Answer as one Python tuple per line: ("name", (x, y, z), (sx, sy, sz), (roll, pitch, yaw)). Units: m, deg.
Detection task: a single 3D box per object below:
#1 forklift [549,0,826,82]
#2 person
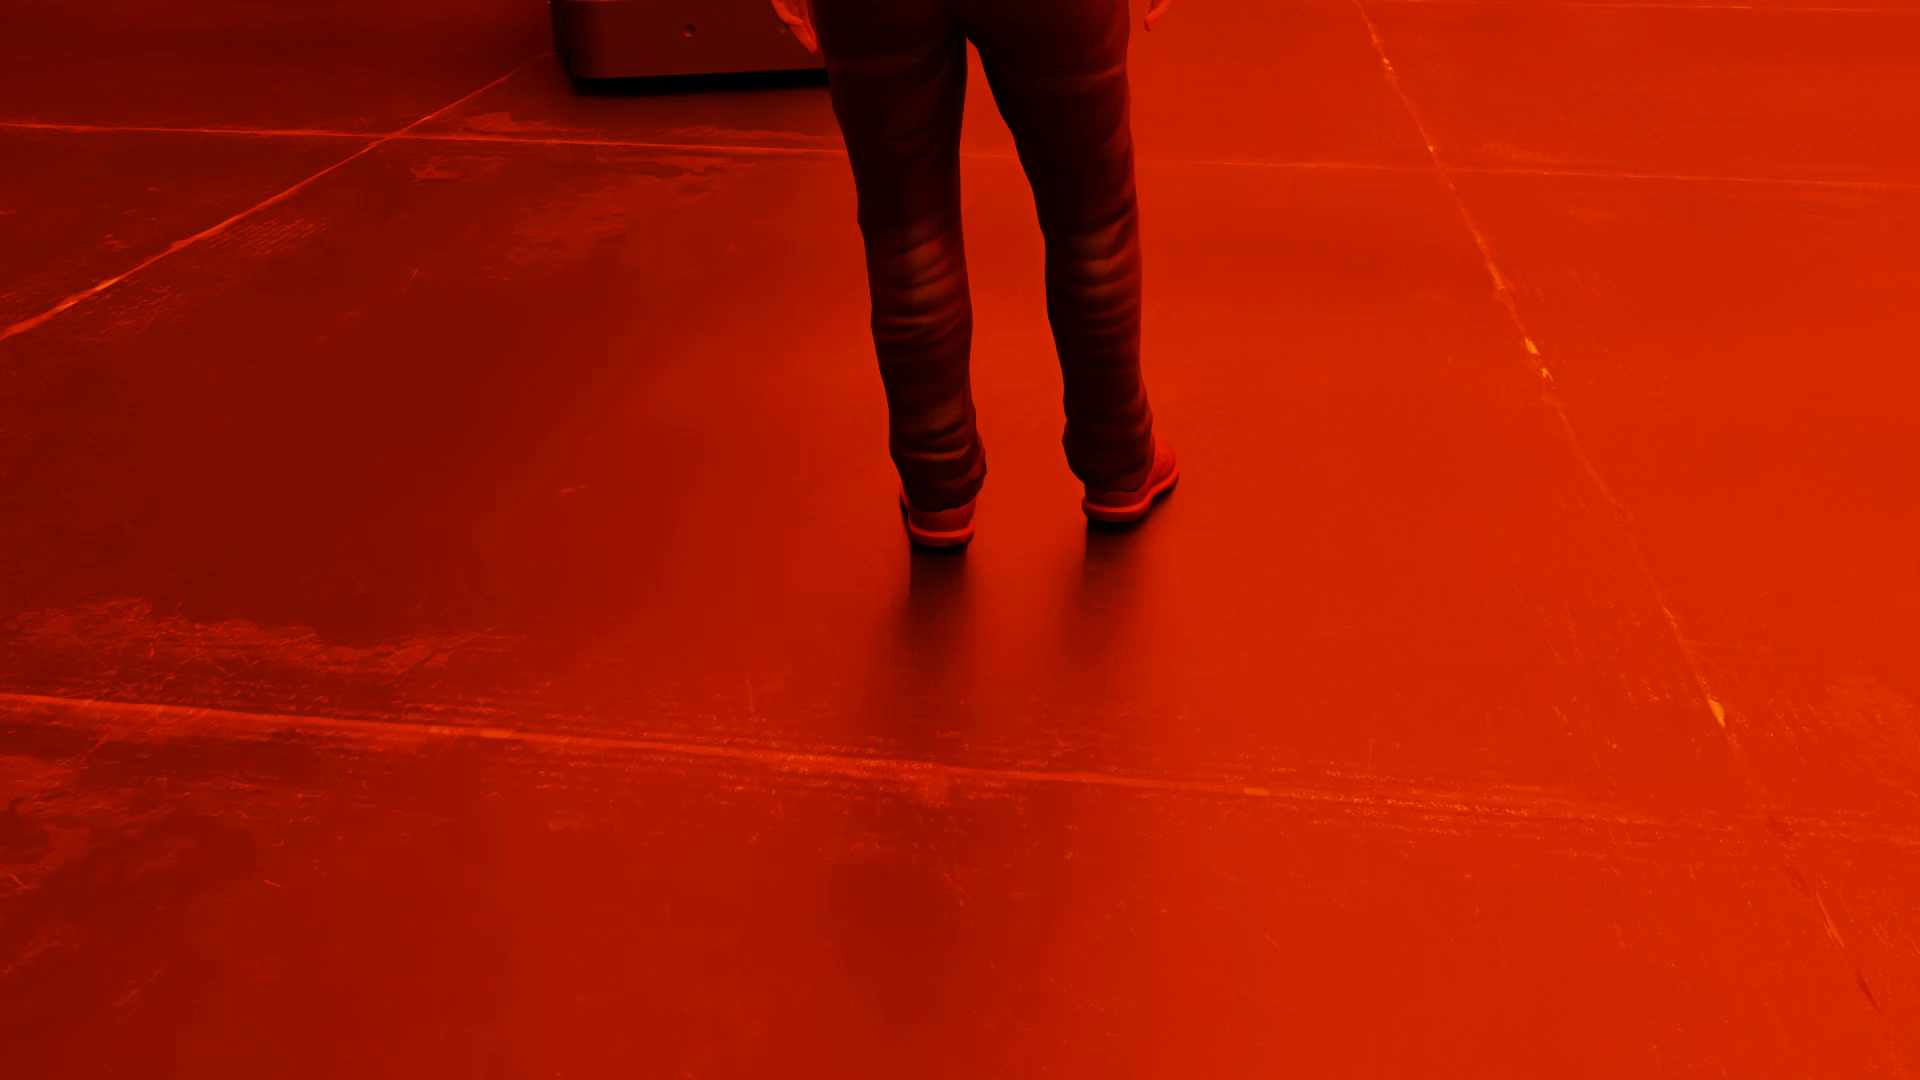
("forklift", (-1.071, -3.409, 6.051), (1.130, 2.935, 3.031), (-6, 27, -12))
("person", (0.035, -0.783, 2.205), (0.598, 1.651, 0.503), (3, 27, 7))
